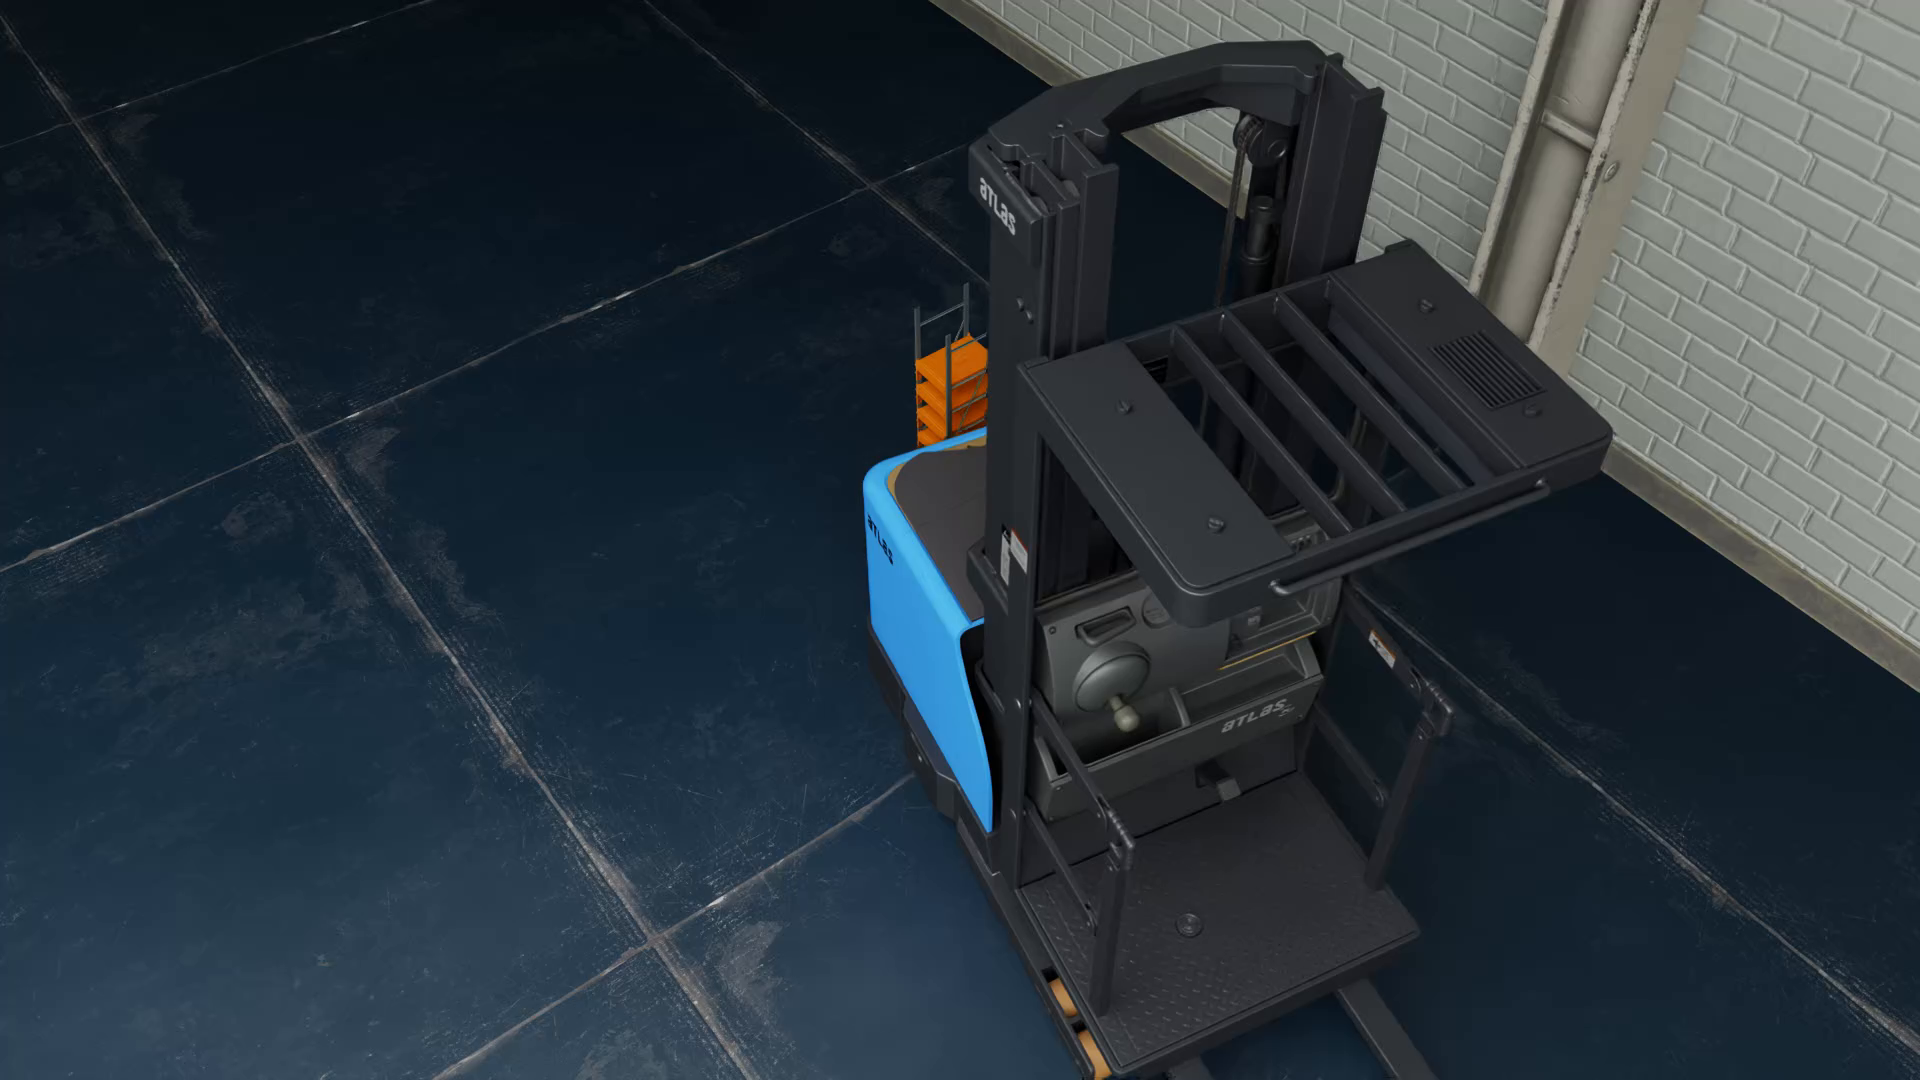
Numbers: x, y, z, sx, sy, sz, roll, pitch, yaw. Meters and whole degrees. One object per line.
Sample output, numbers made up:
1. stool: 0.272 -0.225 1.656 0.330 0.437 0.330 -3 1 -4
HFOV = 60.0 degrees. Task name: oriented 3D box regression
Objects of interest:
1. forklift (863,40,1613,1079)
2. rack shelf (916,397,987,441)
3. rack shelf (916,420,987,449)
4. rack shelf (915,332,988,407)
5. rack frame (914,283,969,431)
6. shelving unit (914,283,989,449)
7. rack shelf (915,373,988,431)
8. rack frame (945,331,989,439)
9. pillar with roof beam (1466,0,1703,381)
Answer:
1. forklift: 0.746 0.328 4.473 1.130 2.935 3.031 -19 51 -17
2. rack shelf: -0.009 -0.462 6.256 0.258 0.103 0.180 -29 54 -24
3. rack shelf: -0.009 -0.382 6.345 0.258 0.103 0.180 -29 54 -24
4. rack shelf: -0.009 -0.623 6.078 0.258 0.103 0.180 -29 54 -24
5. rack frame: -0.064 -0.465 6.361 0.240 1.200 0.006 -29 54 -24
6. shelving unit: -0.009 -0.412 6.312 0.258 1.200 0.189 -29 54 -24
7. rack shelf: -0.009 -0.543 6.167 0.258 0.103 0.180 -29 54 -24
8. rack frame: 0.047 -0.358 6.263 0.240 1.200 0.006 -29 54 -24
9. pillar with roof beam: -1.119 -1.630 2.152 9.100 9.000 0.400 -29 54 -24
